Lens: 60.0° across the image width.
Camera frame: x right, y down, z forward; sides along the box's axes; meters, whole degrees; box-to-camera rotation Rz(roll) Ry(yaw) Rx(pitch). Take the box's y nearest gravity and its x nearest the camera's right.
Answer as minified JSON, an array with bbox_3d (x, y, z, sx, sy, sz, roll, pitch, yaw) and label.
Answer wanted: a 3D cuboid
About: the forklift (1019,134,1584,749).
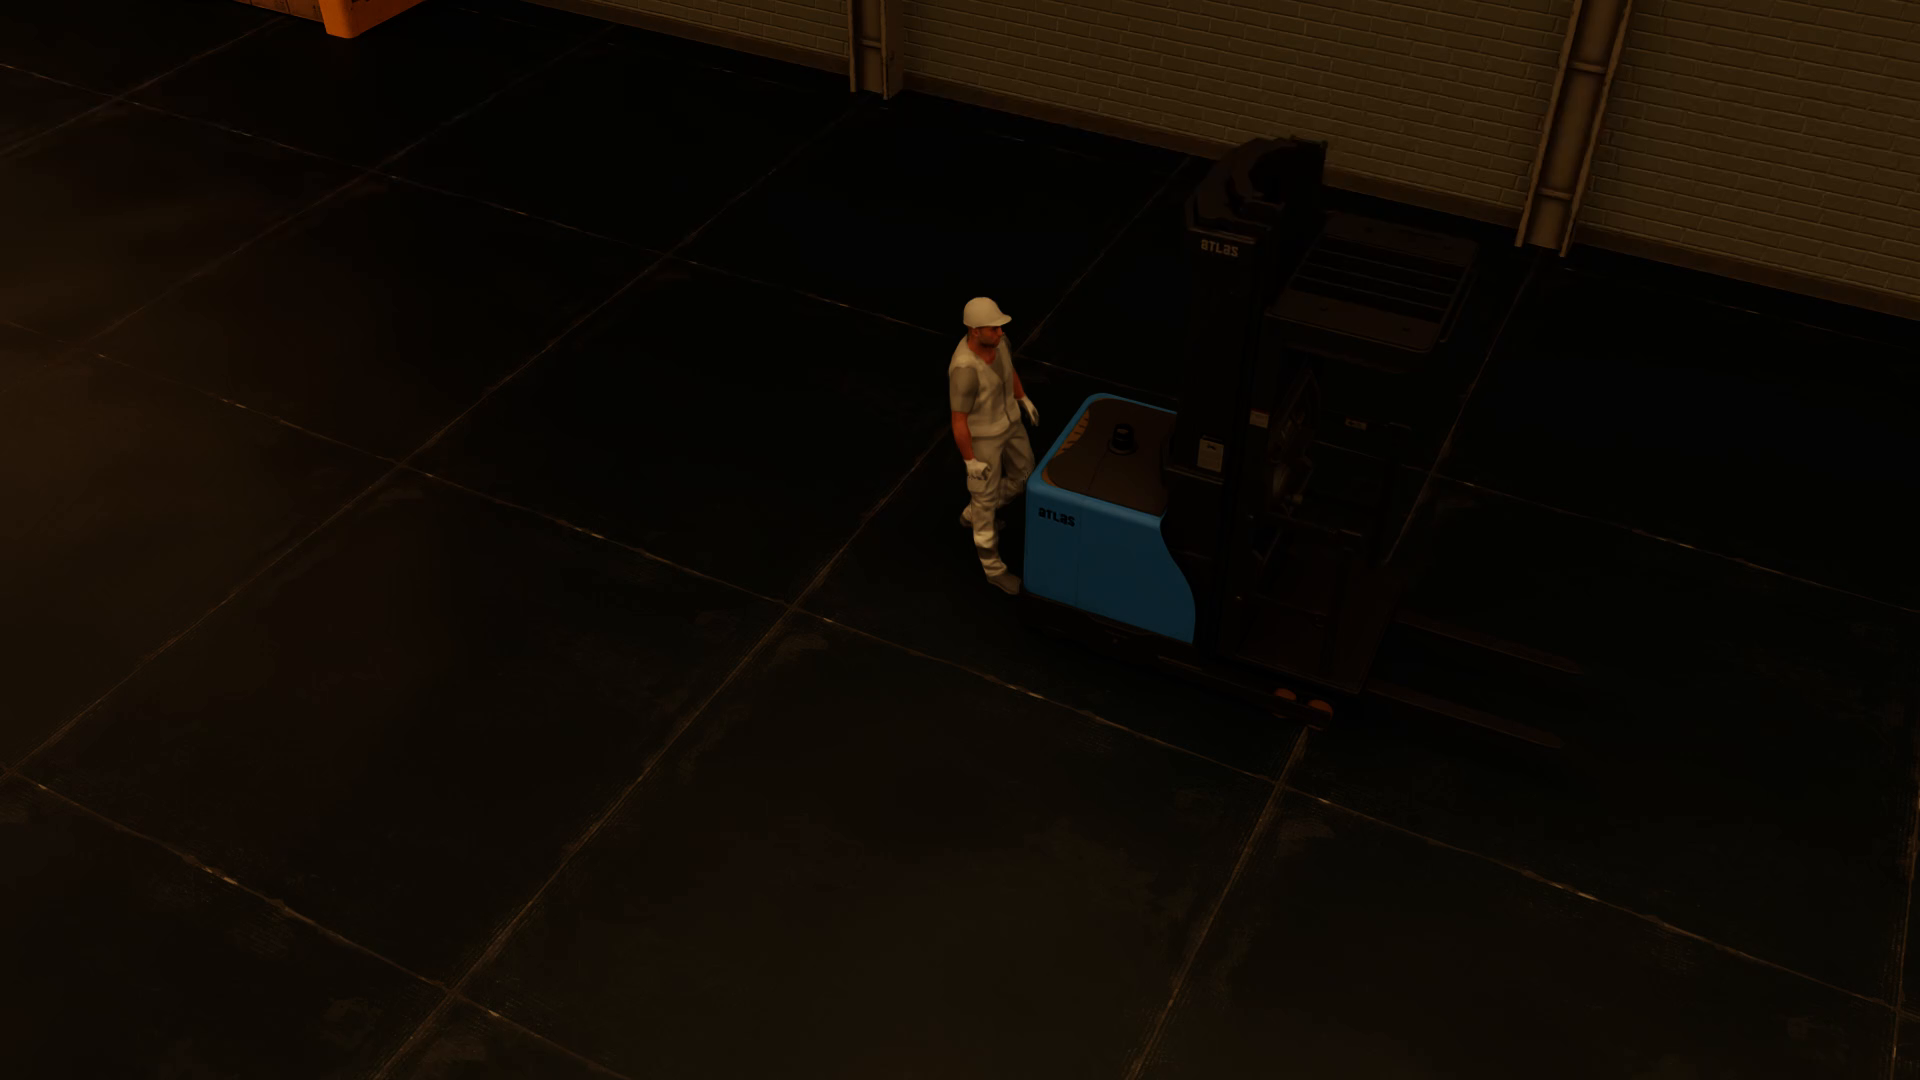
[{"bbox_3d":[1.902,-0.483,8.561,3.031,2.935,1.130,17,43,19],"label":"forklift"}]

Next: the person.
[{"bbox_3d":[0.282,-0.597,9.643,0.696,1.737,0.718,24,46,26],"label":"person"}]
